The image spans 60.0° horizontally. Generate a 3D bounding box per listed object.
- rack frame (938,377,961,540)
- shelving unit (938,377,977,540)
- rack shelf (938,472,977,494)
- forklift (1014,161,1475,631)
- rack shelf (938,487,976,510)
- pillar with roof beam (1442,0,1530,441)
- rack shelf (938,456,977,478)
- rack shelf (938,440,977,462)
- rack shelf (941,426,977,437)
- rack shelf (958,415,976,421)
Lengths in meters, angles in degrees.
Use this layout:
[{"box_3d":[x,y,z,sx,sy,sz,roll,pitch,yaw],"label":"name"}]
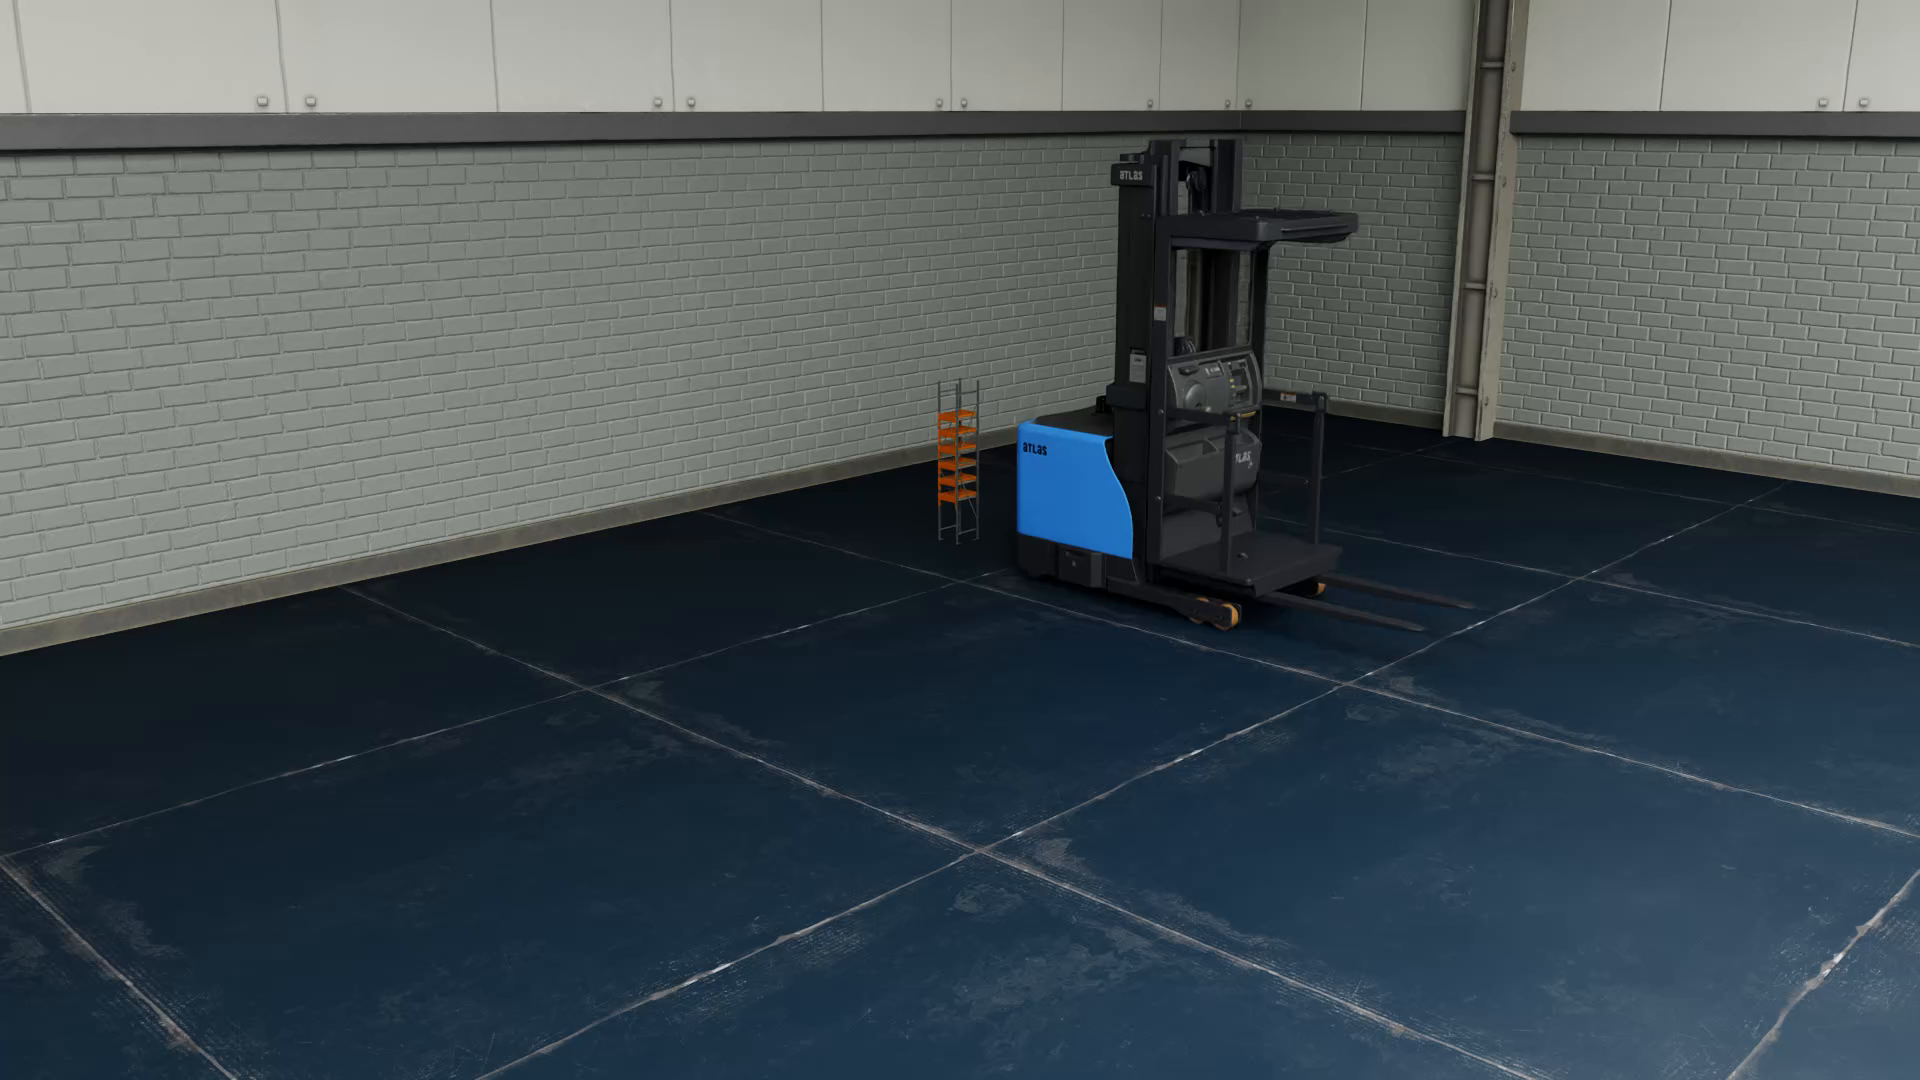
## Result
[{"box_3d":[-0.076,-0.599,12.352,0.006,1.200,0.240,14,20,42],"label":"rack frame"},{"box_3d":[-0.012,-0.584,12.292,0.184,1.200,0.258,14,20,42],"label":"shelving unit"},{"box_3d":[-0.010,-0.424,12.332,0.180,0.103,0.258,14,20,42],"label":"rack shelf"},{"box_3d":[1.783,-0.943,10.505,3.031,2.797,1.129,14,20,42],"label":"forklift"},{"box_3d":[-0.010,-0.308,12.362,0.180,0.103,0.258,14,20,42],"label":"rack shelf"},{"box_3d":[2.004,-4.593,12.211,0.400,9.000,9.100,14,20,42],"label":"pillar with roof beam"},{"box_3d":[-0.010,-0.540,12.302,0.180,0.103,0.258,14,20,42],"label":"rack shelf"},{"box_3d":[-0.010,-0.656,12.271,0.180,0.103,0.258,14,20,42],"label":"rack shelf"},{"box_3d":[-0.010,-0.799,12.234,0.171,0.034,0.221,14,20,42],"label":"rack shelf"},{"box_3d":[-0.010,-0.908,12.206,0.166,0.020,0.199,14,20,42],"label":"rack shelf"}]
